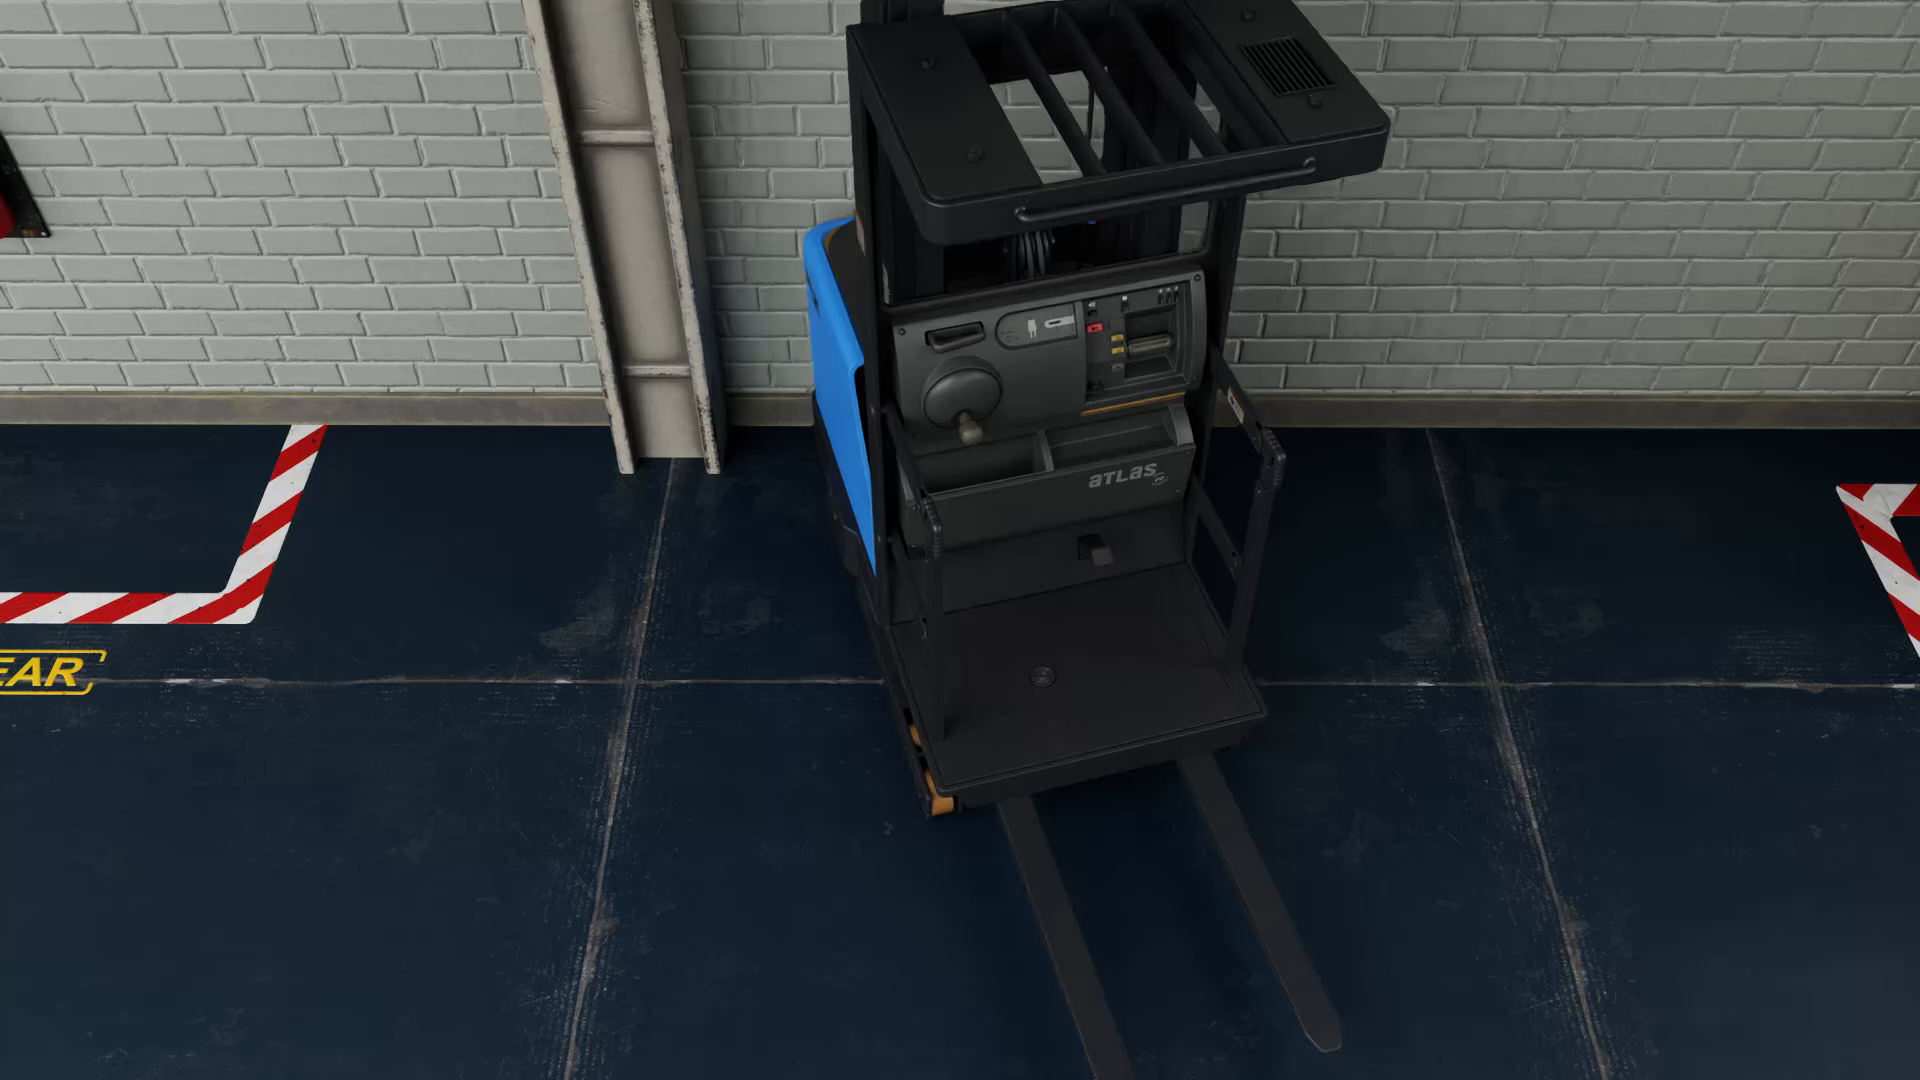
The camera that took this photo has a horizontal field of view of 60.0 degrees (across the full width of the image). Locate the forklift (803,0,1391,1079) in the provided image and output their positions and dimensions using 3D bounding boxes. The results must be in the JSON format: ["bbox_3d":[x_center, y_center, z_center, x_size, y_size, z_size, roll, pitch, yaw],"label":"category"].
[{"bbox_3d":[0.329,-0.432,4.649,1.130,2.935,3.031,-12,48,-11],"label":"forklift"}]

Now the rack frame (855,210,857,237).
[{"bbox_3d":[-0.355,-0.788,6.166,0.006,1.200,0.240,-2,46,-1],"label":"rack frame"}]

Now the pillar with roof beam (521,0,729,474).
[{"bbox_3d":[-1.145,-0.288,0.370,0.400,9.000,9.100,0,47,0],"label":"pillar with roof beam"}]

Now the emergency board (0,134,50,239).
[{"bbox_3d":[-3.600,-1.430,5.531,0.643,1.169,0.194,0,47,0],"label":"emergency board"}]

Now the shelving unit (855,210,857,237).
[{"bbox_3d":[-0.264,-0.791,6.168,0.189,1.200,0.258,-2,46,-1],"label":"shelving unit"}]
